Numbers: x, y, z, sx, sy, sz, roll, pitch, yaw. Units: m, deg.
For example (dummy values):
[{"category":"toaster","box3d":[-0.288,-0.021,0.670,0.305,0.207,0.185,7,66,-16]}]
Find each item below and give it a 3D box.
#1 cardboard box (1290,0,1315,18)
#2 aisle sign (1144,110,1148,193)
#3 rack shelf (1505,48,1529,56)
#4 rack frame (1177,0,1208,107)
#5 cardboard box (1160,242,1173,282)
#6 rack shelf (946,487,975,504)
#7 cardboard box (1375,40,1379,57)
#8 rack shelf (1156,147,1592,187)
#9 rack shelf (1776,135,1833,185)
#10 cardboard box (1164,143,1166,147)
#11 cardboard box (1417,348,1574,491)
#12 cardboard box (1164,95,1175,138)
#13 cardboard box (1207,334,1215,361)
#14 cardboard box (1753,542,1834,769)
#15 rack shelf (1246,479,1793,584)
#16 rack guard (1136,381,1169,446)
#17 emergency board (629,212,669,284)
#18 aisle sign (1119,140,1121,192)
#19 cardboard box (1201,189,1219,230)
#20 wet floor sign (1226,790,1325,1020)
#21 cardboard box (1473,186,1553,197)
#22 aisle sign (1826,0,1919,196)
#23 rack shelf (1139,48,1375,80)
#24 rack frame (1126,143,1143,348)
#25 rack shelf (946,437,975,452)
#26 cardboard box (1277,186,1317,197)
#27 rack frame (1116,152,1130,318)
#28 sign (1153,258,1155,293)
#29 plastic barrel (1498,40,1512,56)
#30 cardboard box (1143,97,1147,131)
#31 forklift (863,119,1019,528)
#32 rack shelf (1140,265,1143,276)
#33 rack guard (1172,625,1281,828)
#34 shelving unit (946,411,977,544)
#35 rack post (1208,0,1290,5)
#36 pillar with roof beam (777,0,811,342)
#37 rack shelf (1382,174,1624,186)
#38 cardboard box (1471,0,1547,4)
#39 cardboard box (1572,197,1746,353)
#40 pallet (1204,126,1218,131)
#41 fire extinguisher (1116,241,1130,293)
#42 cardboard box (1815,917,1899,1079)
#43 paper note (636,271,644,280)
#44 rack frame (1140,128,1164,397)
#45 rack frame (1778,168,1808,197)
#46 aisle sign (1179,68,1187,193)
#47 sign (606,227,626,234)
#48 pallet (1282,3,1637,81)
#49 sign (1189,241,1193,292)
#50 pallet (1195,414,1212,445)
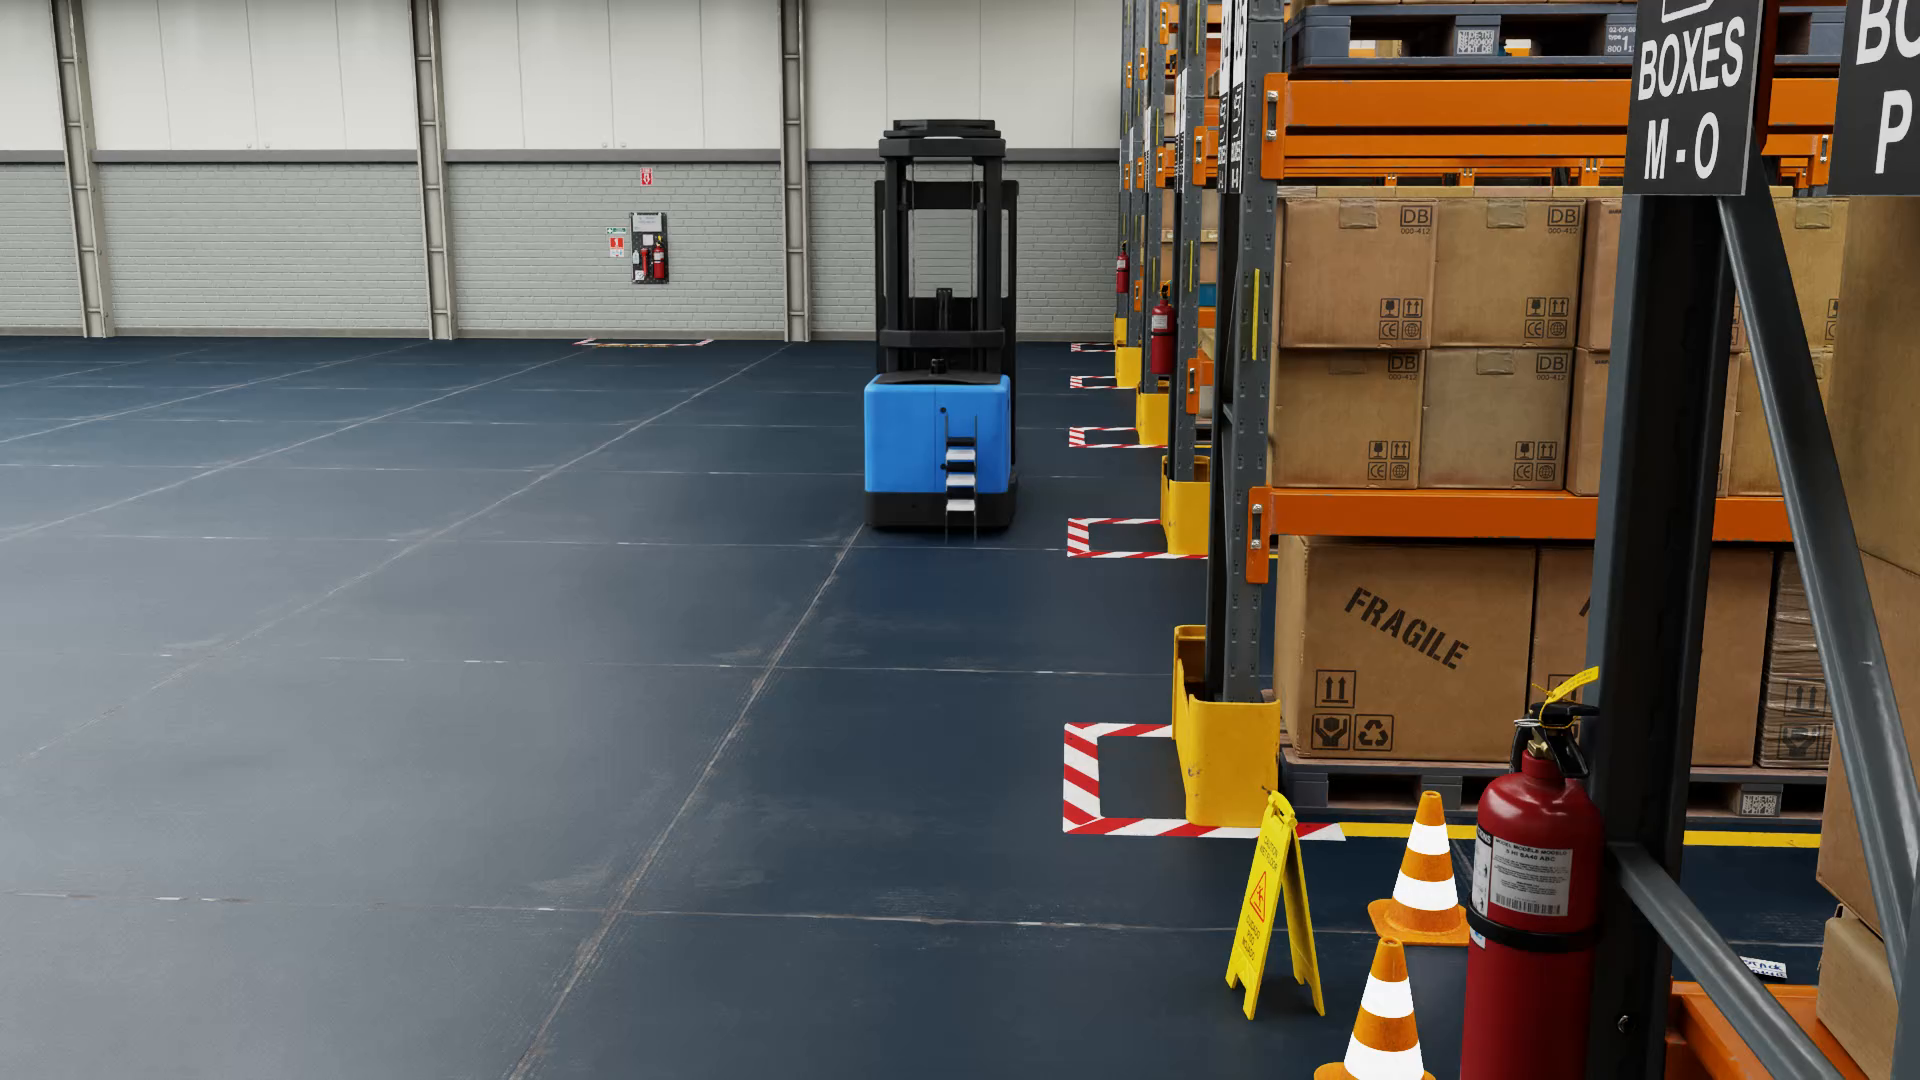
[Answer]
[{"category":"cardboard box","box3d":[1.476,-2.138,6.681,0.250,0.149,0.380,1,12,4]},{"category":"aisle sign","box3d":[1.833,-3.832,16.410,0.004,0.787,0.394,1,12,4]},{"category":"rack shelf","box3d":[8.206,-5.816,20.327,4.000,0.370,1.077,1,12,4]},{"category":"rack frame","box3d":[1.554,-4.422,10.930,0.127,3.000,1.000,1,12,4]},{"category":"cardboard box","box3d":[2.684,-3.549,21.165,0.500,0.500,0.700,1,12,4]},{"category":"rack shelf","box3d":[0.009,-0.317,11.690,0.200,0.077,0.258,0,12,2]},{"category":"cardboard box","box3d":[3.117,-3.424,11.291,0.500,0.500,0.500,1,12,4]},{"category":"rack shelf","box3d":[3.880,-3.586,16.017,4.000,0.370,1.077,1,12,4]},{"category":"rack shelf","box3d":[7.540,-2.520,10.918,4.000,0.370,1.077,1,12,4]},{"category":"cardboard box","box3d":[2.980,-6.094,25.957,0.500,0.500,0.500,2,12,8]},{"category":"cardboard box","box3d":[2.045,-0.548,6.697,0.550,0.550,0.875,1,12,4]},{"category":"cardboard box","box3d":[2.792,-5.293,20.802,0.637,0.503,0.797,2,12,8]},{"category":"cardboard box","box3d":[1.822,-1.310,11.318,0.250,0.149,0.380,1,12,4]},{"category":"cardboard box","box3d":[3.590,0.381,6.784,0.875,0.875,0.875,1,12,4]},{"category":"rack shelf","box3d":[3.117,-0.094,6.649,4.000,0.370,1.077,1,12,4]},{"category":"rack guard","box3d":[1.964,-1.283,16.678,0.348,0.500,1.175,1,12,4]},{"category":"emergency board","box3d":[-5.147,-4.812,27.447,0.643,1.169,0.194,1,12,4]},{"category":"aisle sign","box3d":[2.455,-5.734,25.502,0.004,0.787,0.394,1,12,4]},{"category":"cardboard box","box3d":[3.262,-4.177,21.000,0.500,0.500,0.700,0,12,2]},{"category":"wet floor sign","box3d":[0.960,1.083,5.016,0.232,0.644,0.267,-1,12,-6]},{"category":"cardboard box","box3d":[3.581,-2.086,11.001,0.500,0.500,0.500,1,12,4]},{"category":"aisle sign","box3d":[0.809,-0.671,1.301,0.004,0.787,0.394,1,12,4]},{"category":"rack shelf","box3d":[4.215,-5.871,20.588,4.000,0.370,1.077,1,12,4]},{"category":"rack frame","box3d":[2.219,-3.509,21.219,0.127,3.000,1.000,1,12,4]},{"category":"rack shelf","box3d":[0.009,-0.670,11.617,0.200,0.077,0.258,0,12,2]},{"category":"cardboard box","box3d":[2.084,-2.106,11.099,0.500,0.500,0.500,1,12,4]},{"category":"rack frame","box3d":[2.547,-4.521,26.057,0.127,3.000,1.000,1,12,4]},{"category":"sign","box3d":[1.844,-2.521,15.816,0.005,0.325,0.100,1,12,4]},{"category":"plastic barrel","box3d":[4.890,-4.397,15.888,0.708,0.901,0.600,1,12,4]},{"category":"cardboard box","box3d":[2.915,-6.483,25.373,0.500,0.500,0.500,0,12,0]},{"category":"forklift","box3d":[-0.095,-1.774,13.089,1.130,2.935,3.031,1,12,3]},{"category":"rack shelf","box3d":[4.542,-4.142,26.000,4.000,0.370,1.077,1,12,4]},{"category":"rack guard","box3d":[1.097,0.749,6.964,0.348,0.500,1.175,1,12,4]},{"category":"shelving unit","box3d":[0.009,-0.438,11.665,0.210,0.900,0.258,0,12,2]},{"category":"rack post","box3d":[2.630,-5.153,15.645,0.954,0.300,0.937,2,12,10]},{"category":"pillar with roof beam","box3d":[-2.971,-6.828,22.430,0.400,9.000,9.100,1,12,4]},{"category":"rack shelf","box3d":[8.533,-5.555,25.431,4.000,0.370,1.077,1,12,4]},{"category":"cardboard box","box3d":[1.946,-1.996,6.004,0.250,0.149,0.380,1,12,4]},{"category":"cardboard box","box3d":[2.594,-1.039,6.403,0.550,0.550,0.875,1,12,4]},{"category":"pallet","box3d":[2.704,-3.842,15.944,1.213,0.211,1.003,1,12,4]},{"category":"fire extinguisher","box3d":[2.132,-3.568,21.688,0.183,0.674,0.296,1,12,4]},{"category":"cardboard box","box3d":[1.279,0.623,2.076,0.250,0.149,0.380,1,12,6]},{"category":"paper note","box3d":[-5.319,-4.398,27.616,0.142,0.148,0.016,1,12,4]},{"category":"rack frame","box3d":[1.885,-2.497,16.381,0.127,3.000,1.000,1,12,4]},{"category":"rack frame","box3d":[10.201,-3.400,20.695,0.127,3.000,1.000,1,12,4]},{"category":"aisle sign","box3d":[1.472,-2.698,10.989,0.004,0.787,0.394,1,12,4]},{"category":"sign","box3d":[-5.688,-5.116,27.517,0.331,0.109,0.001,1,12,4]},{"category":"pallet","box3d":[1.862,-1.891,6.370,1.213,0.211,1.003,1,12,4]},{"category":"sign","box3d":[1.518,-1.798,10.926,0.005,0.325,0.100,1,12,4]},{"category":"pallet","box3d":[2.774,-1.129,16.649,1.213,0.211,1.003,1,12,4]}]
